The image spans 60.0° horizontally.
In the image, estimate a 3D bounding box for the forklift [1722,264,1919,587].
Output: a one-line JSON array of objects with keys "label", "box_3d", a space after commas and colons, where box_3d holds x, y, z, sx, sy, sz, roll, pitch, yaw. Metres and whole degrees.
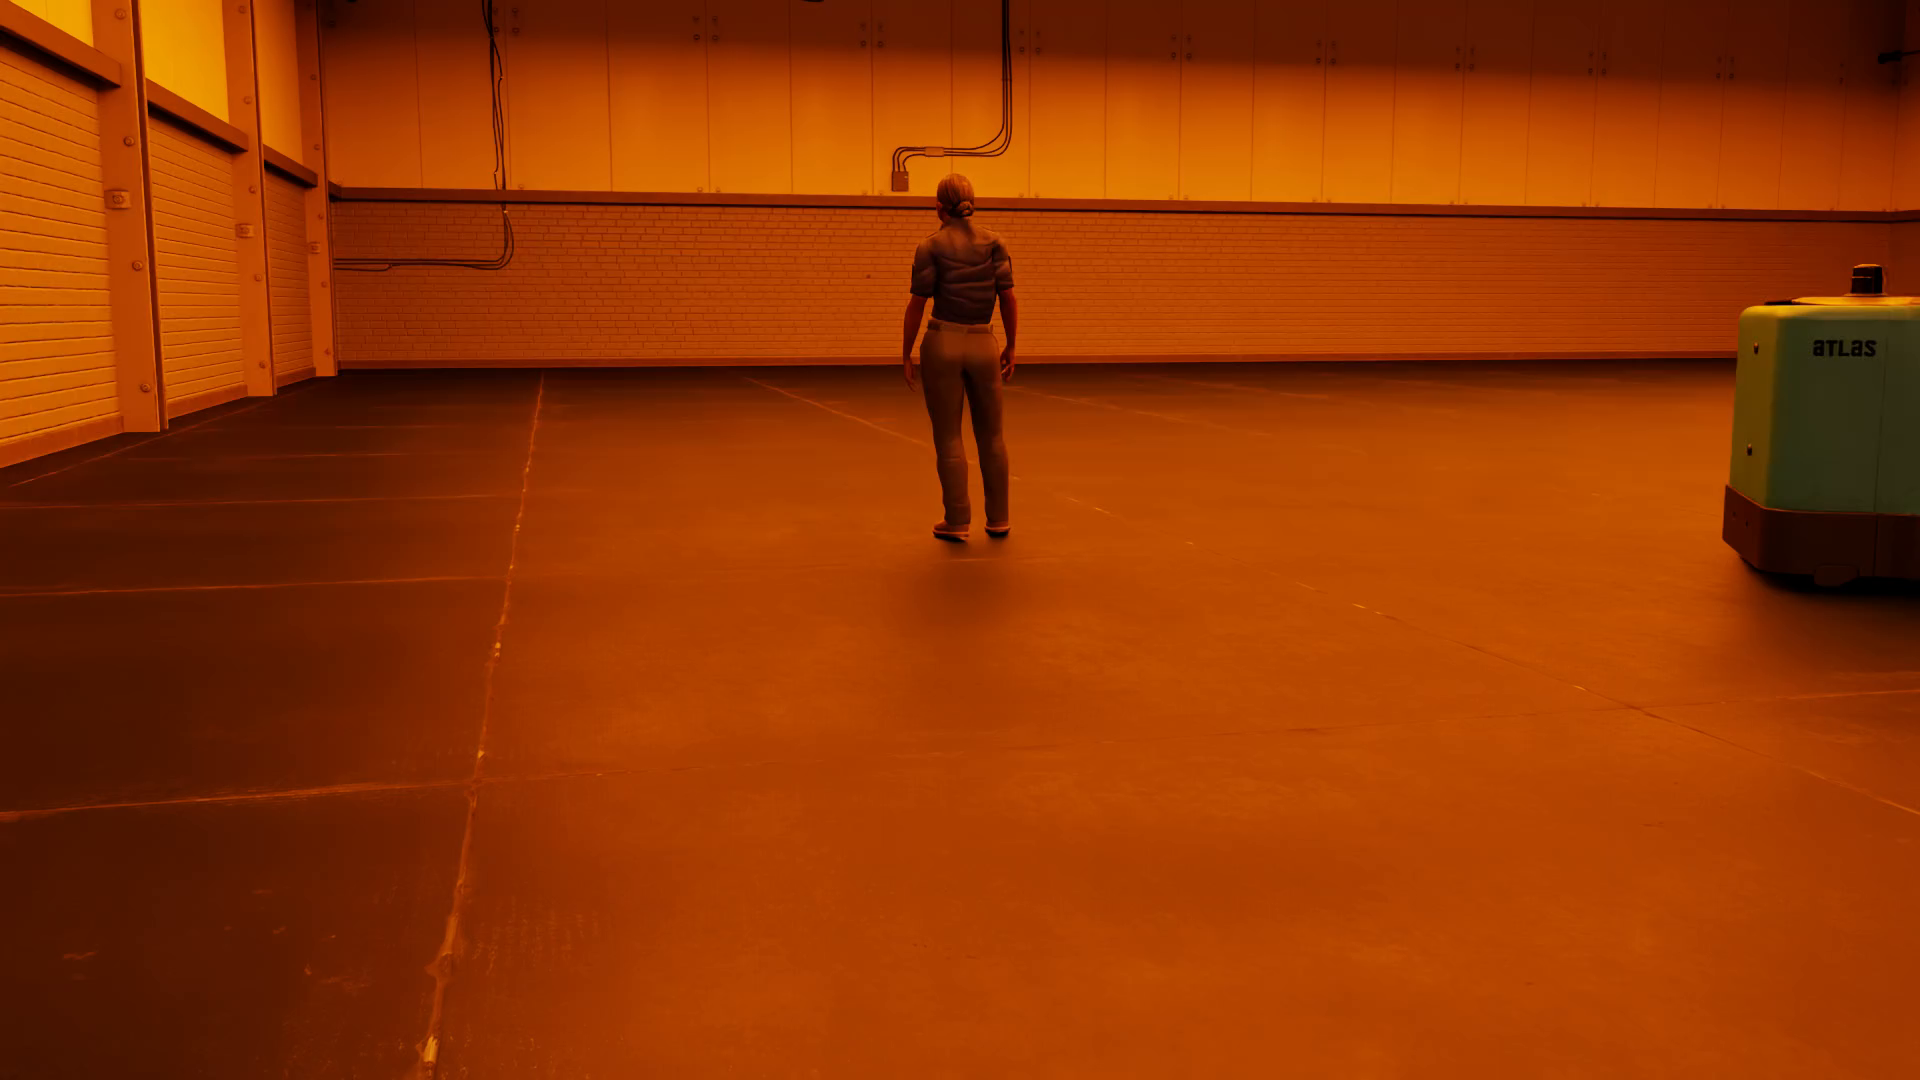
[{"label": "forklift", "box_3d": [4.637, -1.267, 6.186, 3.031, 2.935, 1.130, 2, 8, 16]}]

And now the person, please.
[{"label": "person", "box_3d": [-0.001, -0.839, 7.680, 0.569, 1.654, 0.504, -2, 8, -13]}]
